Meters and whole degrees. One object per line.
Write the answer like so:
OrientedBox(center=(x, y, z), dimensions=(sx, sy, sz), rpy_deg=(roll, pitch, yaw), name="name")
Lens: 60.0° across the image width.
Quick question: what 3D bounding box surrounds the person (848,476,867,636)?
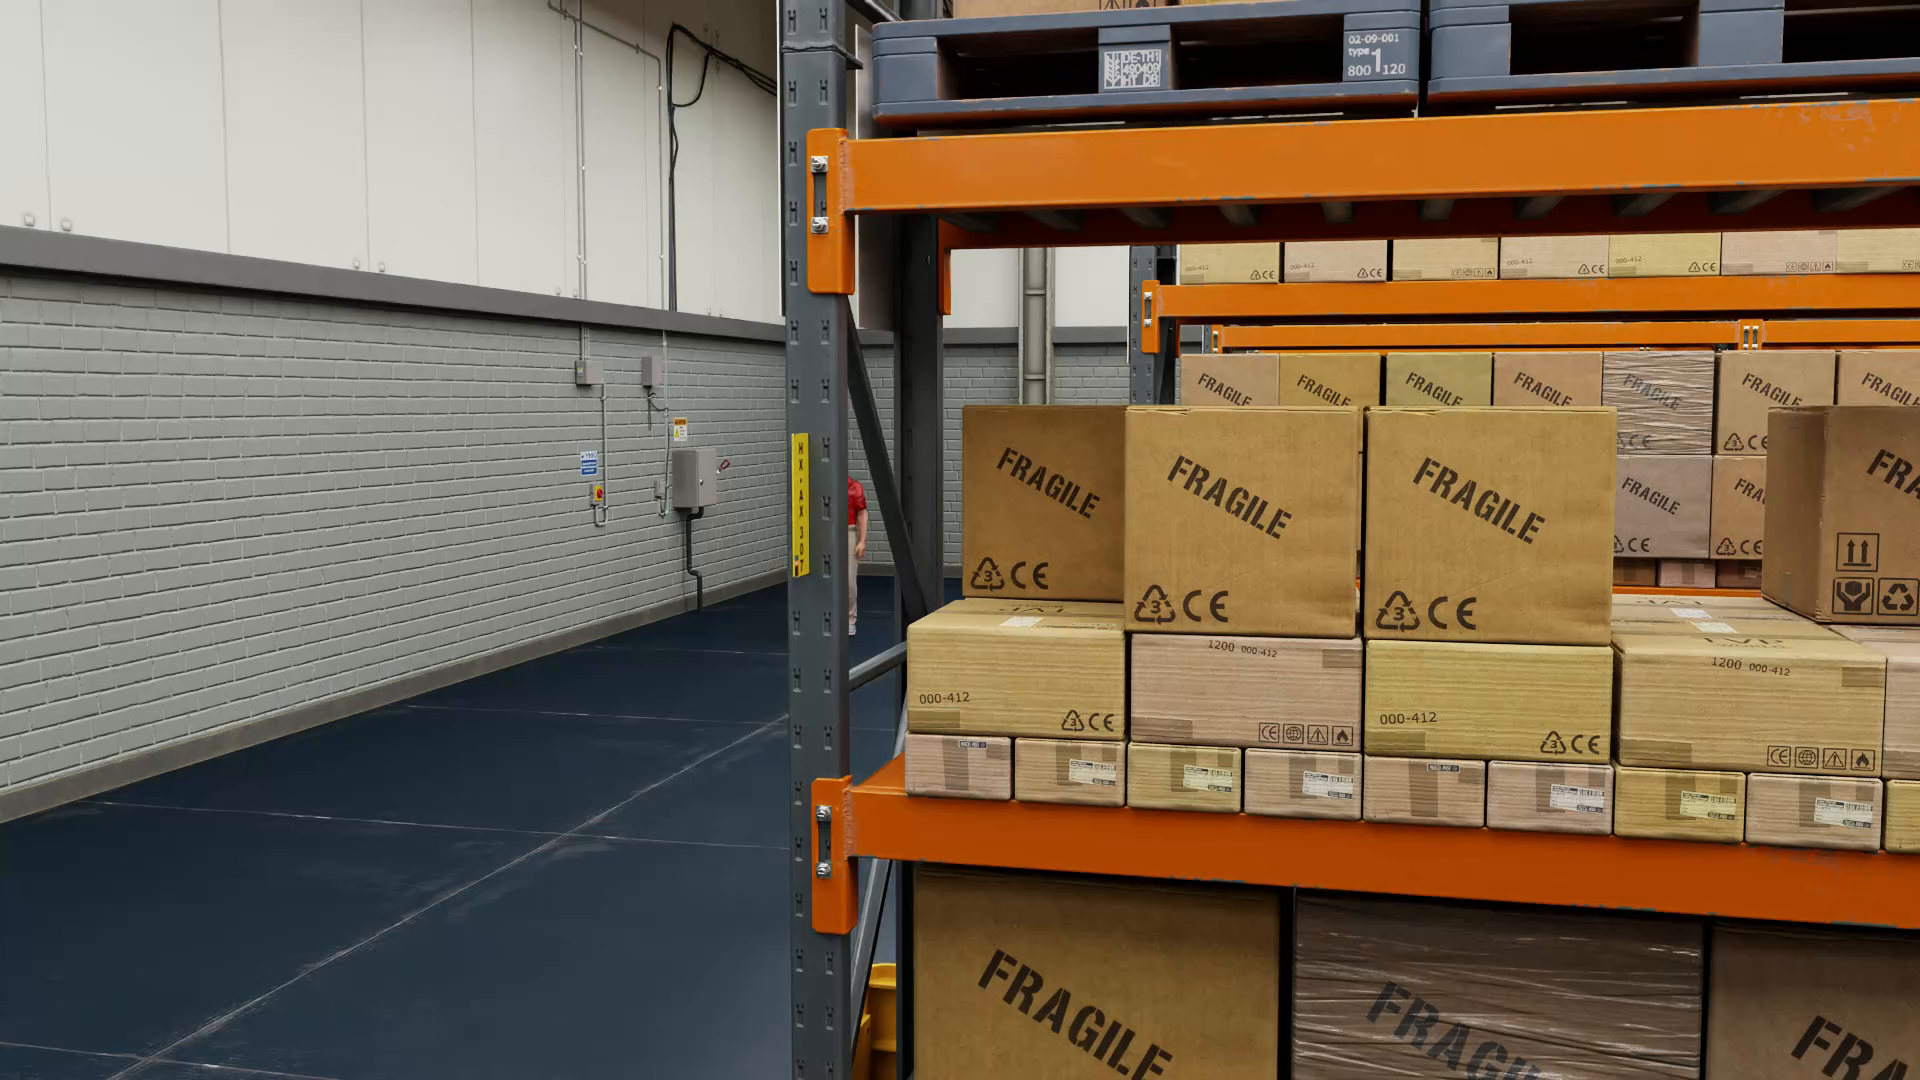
OrientedBox(center=(-1.176, 0.076, 15.729), dimensions=(0.594, 1.637, 0.402), rpy_deg=(1, 5, 11), name="person")
